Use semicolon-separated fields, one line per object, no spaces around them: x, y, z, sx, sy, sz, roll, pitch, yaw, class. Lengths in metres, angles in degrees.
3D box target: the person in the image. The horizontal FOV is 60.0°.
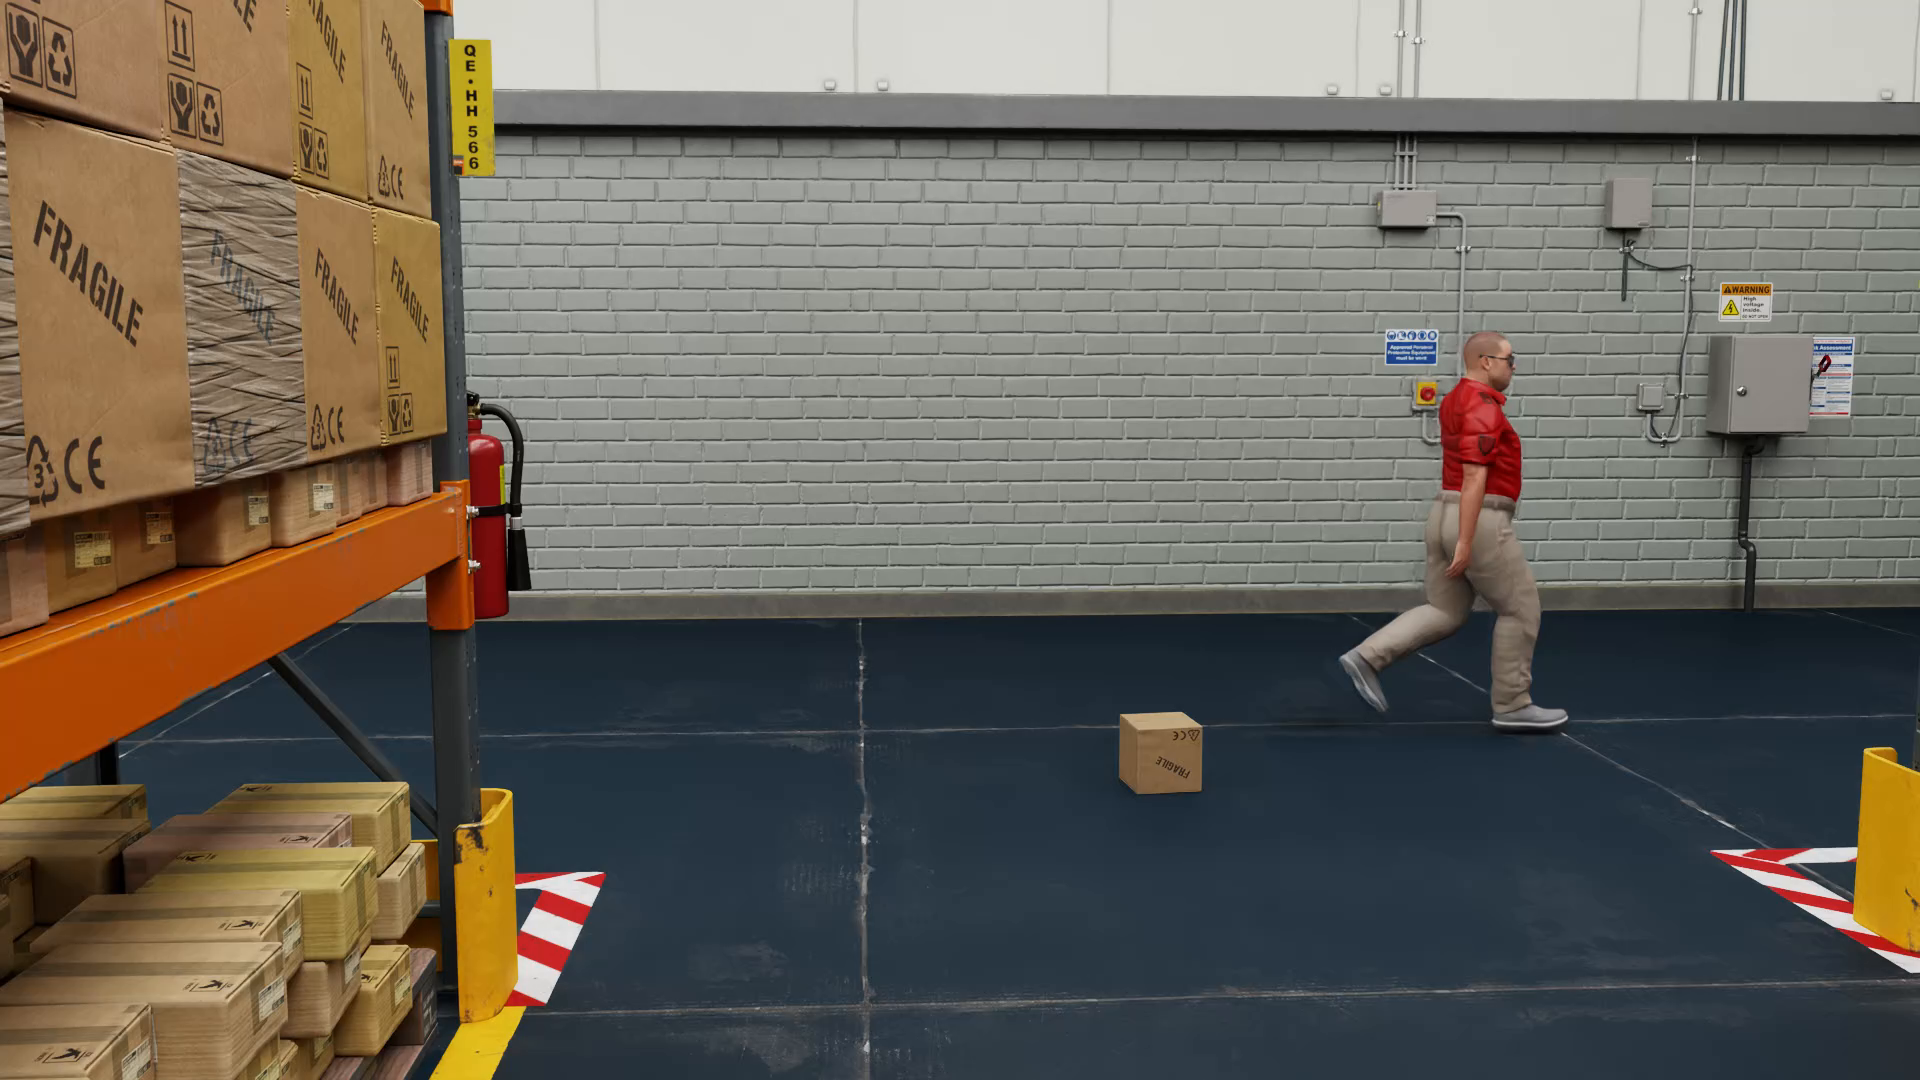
2.136;-0.046;7.105;0.941;1.682;0.539;-1;7;-6;person
